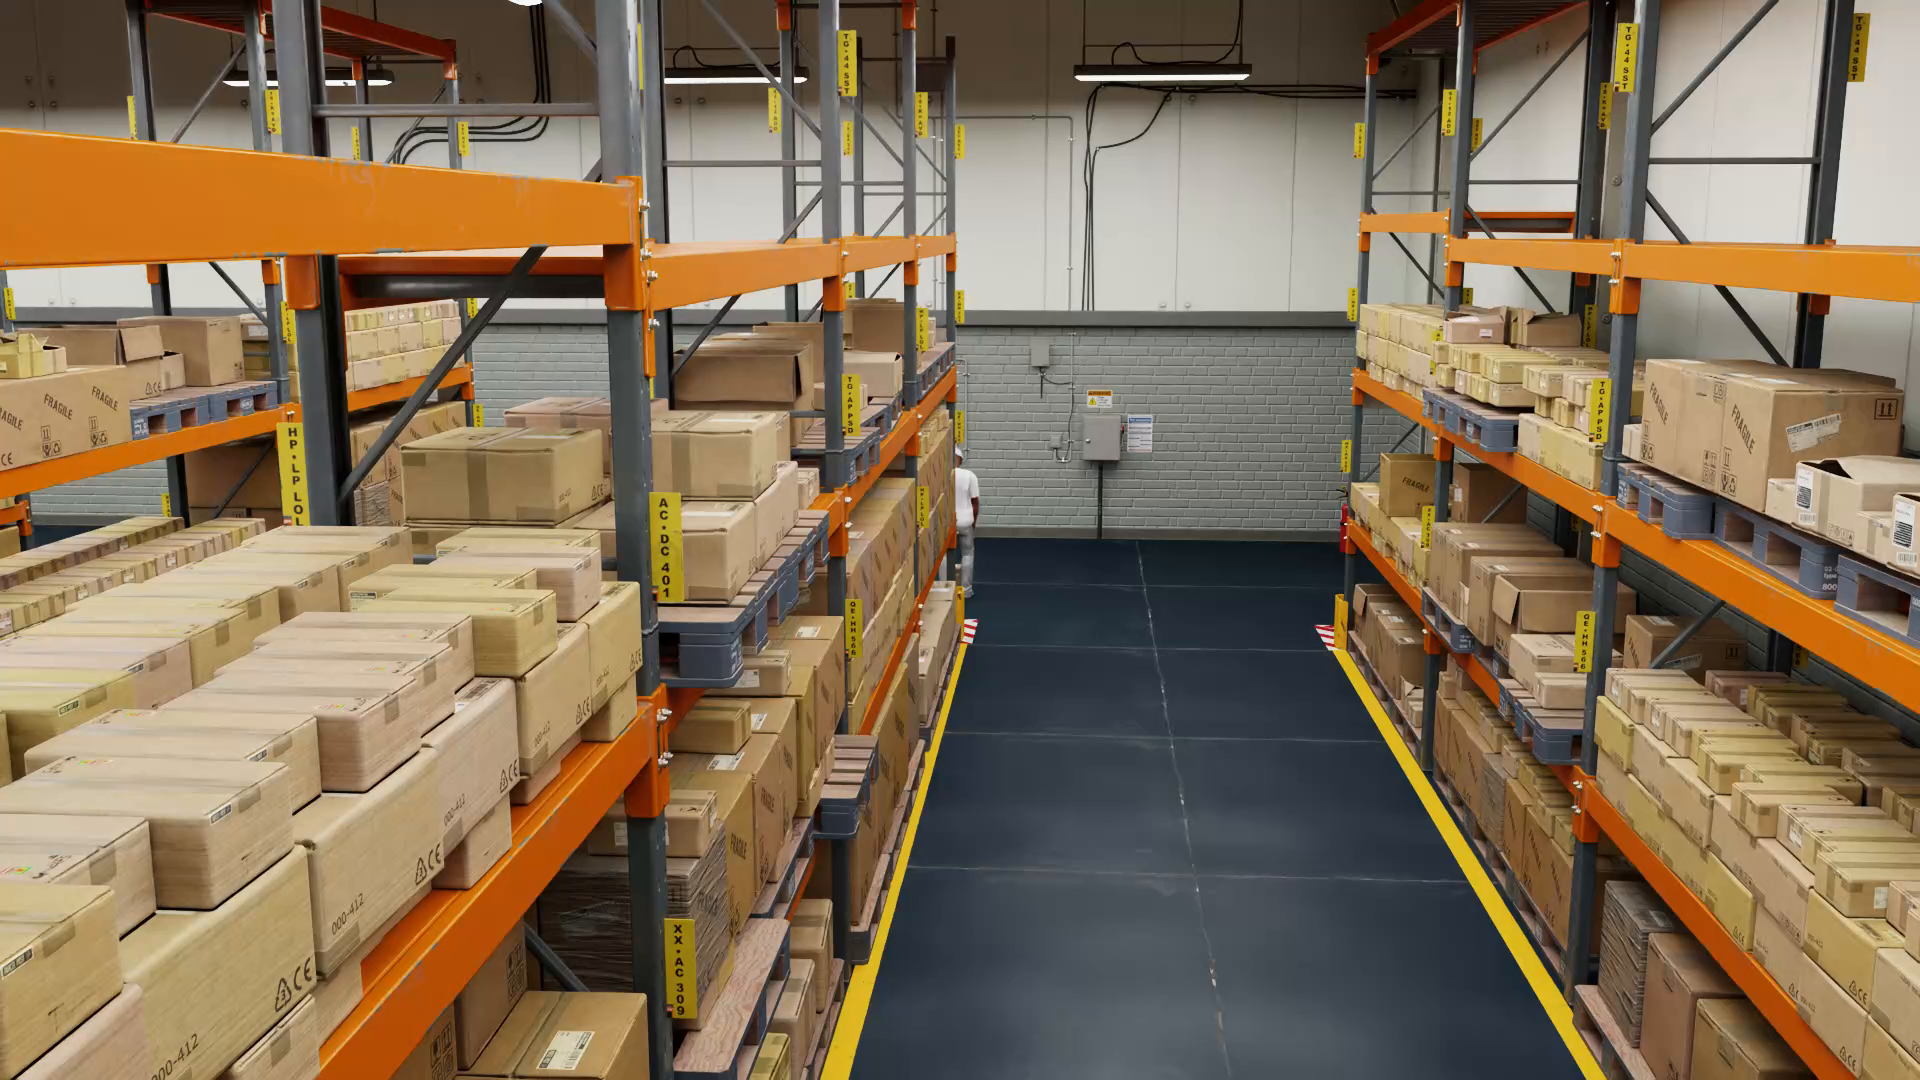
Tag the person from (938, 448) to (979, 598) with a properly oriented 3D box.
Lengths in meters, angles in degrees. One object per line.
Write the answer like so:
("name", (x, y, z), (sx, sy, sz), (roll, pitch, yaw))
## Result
("person", (-0.072, -0.198, 19.057), (0.591, 1.716, 0.453), (1, 11, 5))
